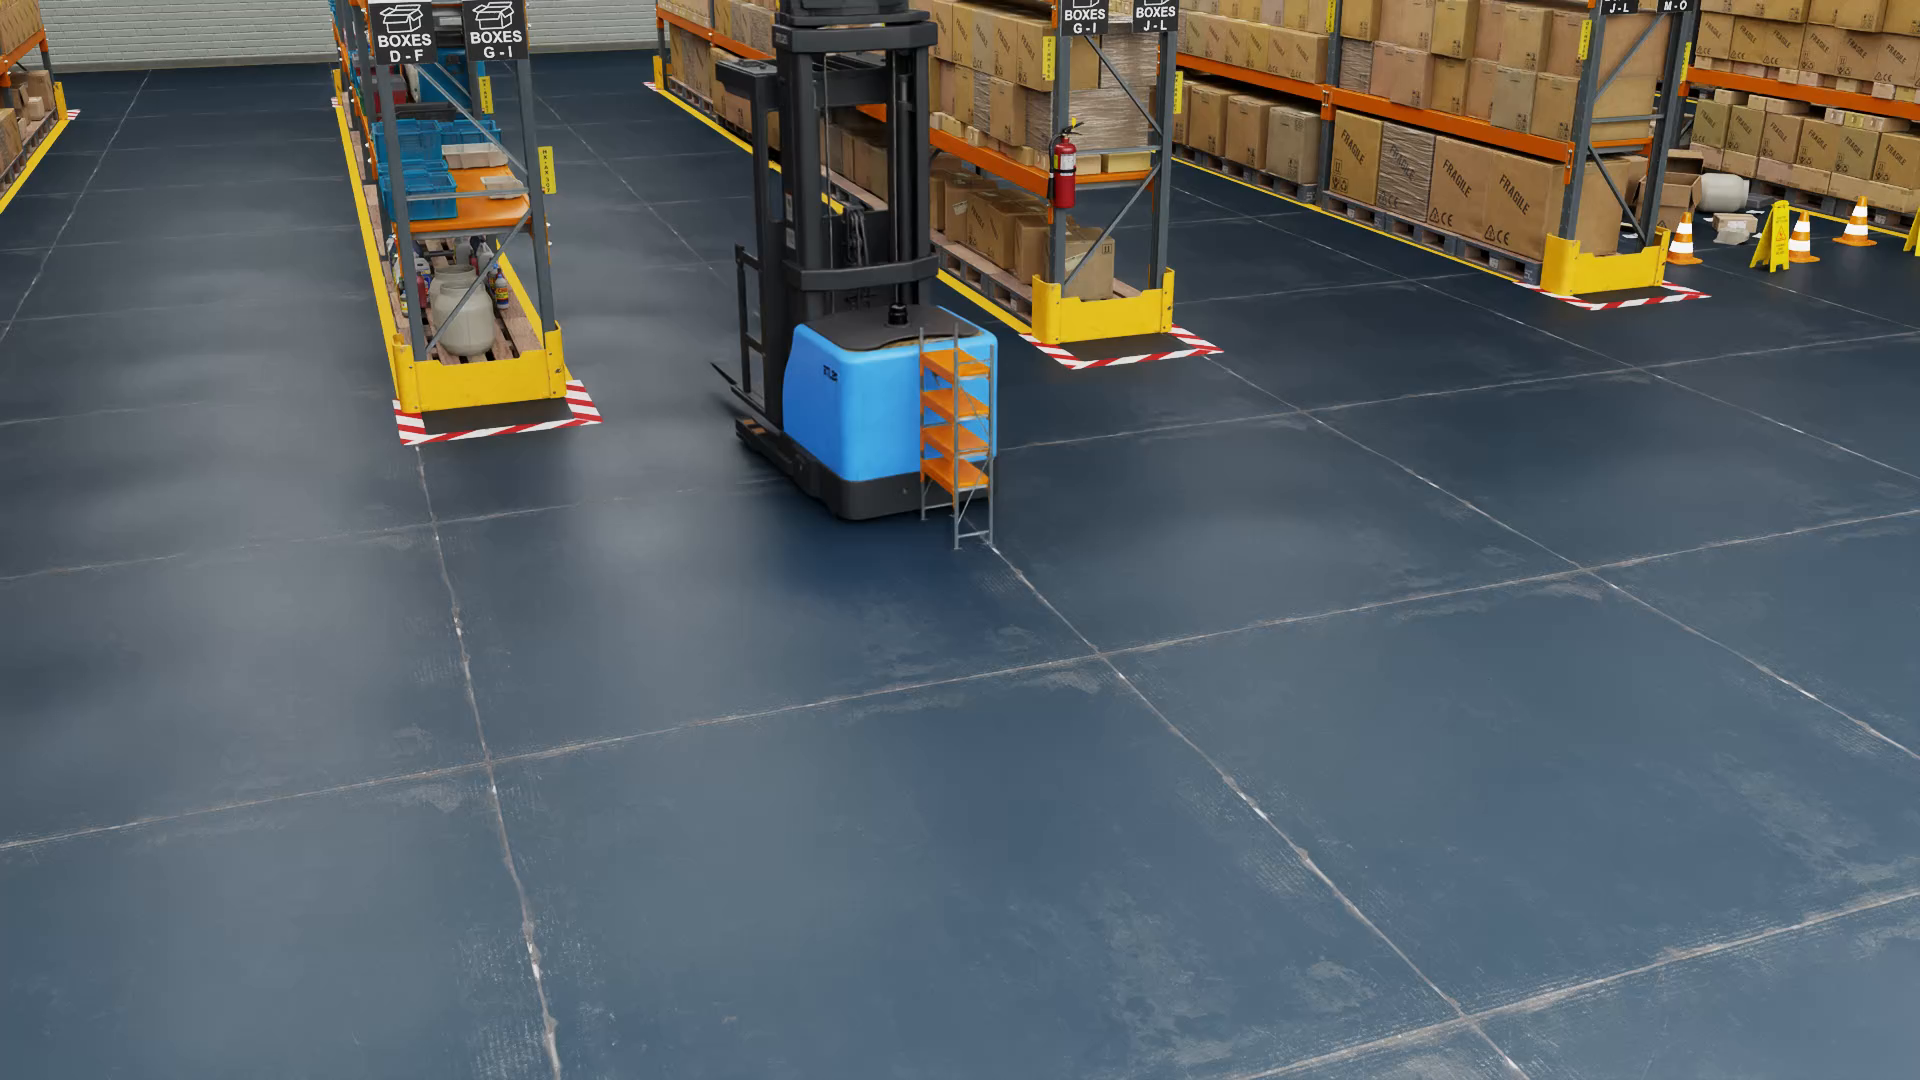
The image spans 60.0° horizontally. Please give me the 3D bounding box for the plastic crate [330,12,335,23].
[{"bbox_3d":[-9.023,-7.611,24.209,0.250,0.136,0.298,-8,24,-19],"label":"plastic crate"}]

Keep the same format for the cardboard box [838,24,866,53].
[{"bbox_3d":[-0.904,-5.392,18.008,0.797,0.503,0.637,-6,24,-14],"label":"cardboard box"}]

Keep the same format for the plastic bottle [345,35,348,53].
[{"bbox_3d":[-7.621,-6.193,20.731,0.061,0.283,0.133,-8,24,-19],"label":"plastic bottle"}]

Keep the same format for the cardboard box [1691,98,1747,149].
[{"bbox_3d":[9.022,-4.914,19.581,0.500,0.500,0.500,-7,24,-16],"label":"cardboard box"}]

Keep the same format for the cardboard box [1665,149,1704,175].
[{"bbox_3d":[8.172,-4.167,18.989,0.500,0.500,0.500,8,24,18],"label":"cardboard box"}]

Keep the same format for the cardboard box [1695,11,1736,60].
[{"bbox_3d":[8.961,-5.879,19.324,0.500,0.500,0.500,-8,24,-19],"label":"cardboard box"}]

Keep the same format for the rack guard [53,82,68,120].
[{"bbox_3d":[-13.686,-6.357,24.188,1.175,0.500,0.348,-8,24,-19],"label":"rack guard"}]

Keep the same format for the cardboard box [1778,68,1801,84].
[{"bbox_3d":[9.320,-5.153,18.438,0.380,0.149,0.250,-8,24,-19],"label":"cardboard box"}]

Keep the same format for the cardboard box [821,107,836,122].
[{"bbox_3d":[-1.353,-5.144,19.780,0.500,0.250,0.500,-7,24,-17],"label":"cardboard box"}]

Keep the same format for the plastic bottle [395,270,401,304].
[{"bbox_3d":[-4.597,-2.101,13.814,0.152,0.276,0.135,-9,24,-20],"label":"plastic bottle"}]

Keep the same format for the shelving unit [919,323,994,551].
[{"bbox_3d":[-0.023,-0.597,9.622,0.258,1.200,0.503,-10,25,-22],"label":"shelving unit"}]

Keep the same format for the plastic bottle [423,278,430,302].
[{"bbox_3d":[-4.487,-2.091,13.885,0.097,0.201,0.097,0,23,0],"label":"plastic bottle"}]

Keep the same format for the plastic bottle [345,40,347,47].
[{"bbox_3d":[-7.679,-6.235,20.936,0.097,0.201,0.097,0,23,0],"label":"plastic bottle"}]

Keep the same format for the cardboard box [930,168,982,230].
[{"bbox_3d":[-0.101,-3.425,16.691,0.500,0.500,0.500,-9,25,-21],"label":"cardboard box"}]

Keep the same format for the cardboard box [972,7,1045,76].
[{"bbox_3d":[0.426,-4.253,14.180,0.500,0.500,0.500,-8,24,-19],"label":"cardboard box"}]

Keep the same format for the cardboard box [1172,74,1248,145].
[{"bbox_3d":[3.189,-5.554,21.422,1.050,0.750,0.750,-9,24,-20],"label":"cardboard box"}]

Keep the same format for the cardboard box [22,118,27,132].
[{"bbox_3d":[-12.561,-5.475,21.960,0.380,0.166,0.250,-8,24,-19],"label":"cardboard box"}]

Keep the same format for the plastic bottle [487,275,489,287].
[{"bbox_3d":[-4.039,-2.287,14.351,0.097,0.201,0.097,0,23,0],"label":"plastic bottle"}]

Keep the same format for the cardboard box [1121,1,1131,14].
[{"bbox_3d":[2.361,-7.060,22.037,0.380,0.149,0.250,-7,24,-17],"label":"cardboard box"}]

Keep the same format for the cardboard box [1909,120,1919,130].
[{"bbox_3d":[10.255,-4.241,17.984,0.500,0.500,0.500,-9,25,-21],"label":"cardboard box"}]

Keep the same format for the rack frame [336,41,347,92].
[{"bbox_3d":[-9.078,-8.214,25.378,1.000,3.000,0.127,-8,24,-19],"label":"rack frame"}]

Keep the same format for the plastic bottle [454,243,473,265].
[{"bbox_3d":[-4.403,-2.508,14.779,0.152,0.276,0.135,-8,24,-19],"label":"plastic bottle"}]

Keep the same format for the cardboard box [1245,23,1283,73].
[{"bbox_3d":[3.679,-5.744,19.387,0.500,0.500,0.500,-8,24,-18],"label":"cardboard box"}]

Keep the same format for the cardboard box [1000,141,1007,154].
[{"bbox_3d":[0.567,-3.404,14.288,0.380,0.149,0.250,-8,24,-19],"label":"cardboard box"}]

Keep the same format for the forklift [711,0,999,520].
[{"bbox_3d":[-0.869,-2.006,10.735,1.130,2.935,3.031,-11,25,-24],"label":"forklift"}]

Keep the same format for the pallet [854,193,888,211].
[{"bbox_3d":[-0.481,-3.532,17.857,1.003,0.211,1.213,-8,24,-19],"label":"pallet"}]

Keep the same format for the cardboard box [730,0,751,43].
[{"bbox_3d":[-2.748,-6.921,22.180,0.500,0.500,0.500,-9,24,-20],"label":"cardboard box"}]

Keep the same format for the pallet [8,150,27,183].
[{"bbox_3d":[-11.977,-4.507,20.173,1.003,0.211,1.213,-8,24,-19],"label":"pallet"}]

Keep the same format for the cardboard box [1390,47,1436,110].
[{"bbox_3d":[4.908,-4.705,16.858,0.875,0.550,0.550,-8,24,-19],"label":"cardboard box"}]

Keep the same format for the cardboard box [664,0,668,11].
[{"bbox_3d":[-4.445,-8.418,26.184,0.380,0.149,0.250,-9,24,-20],"label":"cardboard box"}]

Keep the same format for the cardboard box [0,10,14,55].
[{"bbox_3d":[-12.225,-6.351,20.829,0.500,0.500,0.500,-8,24,-18],"label":"cardboard box"}]

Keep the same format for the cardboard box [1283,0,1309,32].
[{"bbox_3d":[4.106,-6.051,18.828,0.700,0.500,0.500,-9,24,-20],"label":"cardboard box"}]

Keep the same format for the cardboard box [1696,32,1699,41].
[{"bbox_3d":[9.166,-6.215,20.417,0.380,0.149,0.250,-8,24,-18],"label":"cardboard box"}]

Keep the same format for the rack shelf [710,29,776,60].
[{"bbox_3d":[-2.325,-6.382,21.957,1.077,0.370,4.000,-8,24,-19],"label":"rack shelf"}]

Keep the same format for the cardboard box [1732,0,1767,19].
[{"bbox_3d":[9.179,-6.159,18.702,0.700,0.500,0.500,-8,24,-19],"label":"cardboard box"}]

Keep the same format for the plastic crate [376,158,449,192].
[{"bbox_3d":[-4.106,-2.710,12.509,0.499,0.251,0.408,-8,24,-19],"label":"plastic crate"}]

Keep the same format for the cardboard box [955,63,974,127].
[{"bbox_3d":[0.449,-4.003,14.874,0.875,0.500,0.500,-8,24,-19],"label":"cardboard box"}]

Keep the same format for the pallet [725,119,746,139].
[{"bbox_3d":[-2.688,-5.886,23.442,1.003,0.211,1.213,-8,24,-19],"label":"pallet"}]

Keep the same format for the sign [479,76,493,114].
[{"bbox_3d":[-4.320,-4.053,15.148,0.100,0.325,0.005,-8,24,-19],"label":"sign"}]

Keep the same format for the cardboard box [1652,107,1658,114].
[{"bbox_3d":[8.621,-5.327,21.370,0.950,0.372,0.625,-7,24,-16],"label":"cardboard box"}]

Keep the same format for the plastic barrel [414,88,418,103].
[{"bbox_3d":[-5.163,-4.293,16.250,0.301,0.262,0.301,0,23,0],"label":"plastic barrel"}]

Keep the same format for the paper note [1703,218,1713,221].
[{"bbox_3d":[8.123,-3.466,17.950,0.148,0.019,0.142,0,23,-1],"label":"paper note"}]

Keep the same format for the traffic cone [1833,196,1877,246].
[{"bbox_3d":[9.120,-3.250,16.866,0.336,0.463,0.334,-8,24,-19],"label":"traffic cone"}]

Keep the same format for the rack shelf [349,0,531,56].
[{"bbox_3d":[-4.132,-4.178,12.866,1.077,0.370,4.000,-8,24,-19],"label":"rack shelf"}]

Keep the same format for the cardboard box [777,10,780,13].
[{"bbox_3d":[-1.861,-6.763,20.515,0.797,0.503,0.637,-7,24,-17],"label":"cardboard box"}]

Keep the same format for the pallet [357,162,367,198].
[{"bbox_3d":[-6.569,-4.303,19.689,1.003,0.211,1.213,-8,24,-19],"label":"pallet"}]

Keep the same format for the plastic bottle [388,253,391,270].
[{"bbox_3d":[-5.064,-2.518,14.898,0.097,0.201,0.097,0,23,0],"label":"plastic bottle"}]

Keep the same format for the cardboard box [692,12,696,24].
[{"bbox_3d":[-3.718,-7.671,24.411,0.380,0.149,0.250,-8,24,-18],"label":"cardboard box"}]

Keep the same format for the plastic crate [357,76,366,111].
[{"bbox_3d":[-5.519,-4.205,15.885,0.392,0.384,0.575,-8,24,-19],"label":"plastic crate"}]

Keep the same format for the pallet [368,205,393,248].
[{"bbox_3d":[-5.587,-3.293,17.292,1.003,0.211,1.213,-8,24,-19],"label":"pallet"}]

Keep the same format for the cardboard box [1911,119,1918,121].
[{"bbox_3d":[13.247,-6.146,22.987,0.875,0.625,0.625,-9,24,-20],"label":"cardboard box"}]

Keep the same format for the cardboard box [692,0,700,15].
[{"bbox_3d":[-3.618,-7.821,24.253,0.500,0.250,0.500,-8,24,-17],"label":"cardboard box"}]

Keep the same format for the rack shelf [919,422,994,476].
[{"bbox_3d":[-0.023,-0.535,9.648,0.258,0.148,0.480,-10,25,-22],"label":"rack shelf"}]

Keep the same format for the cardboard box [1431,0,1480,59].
[{"bbox_3d":[5.129,-5.015,16.203,0.875,0.550,0.500,-8,24,-19],"label":"cardboard box"}]

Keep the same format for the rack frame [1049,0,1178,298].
[{"bbox_3d":[1.208,-3.080,13.197,1.000,3.000,0.127,-8,24,-19],"label":"rack frame"}]
